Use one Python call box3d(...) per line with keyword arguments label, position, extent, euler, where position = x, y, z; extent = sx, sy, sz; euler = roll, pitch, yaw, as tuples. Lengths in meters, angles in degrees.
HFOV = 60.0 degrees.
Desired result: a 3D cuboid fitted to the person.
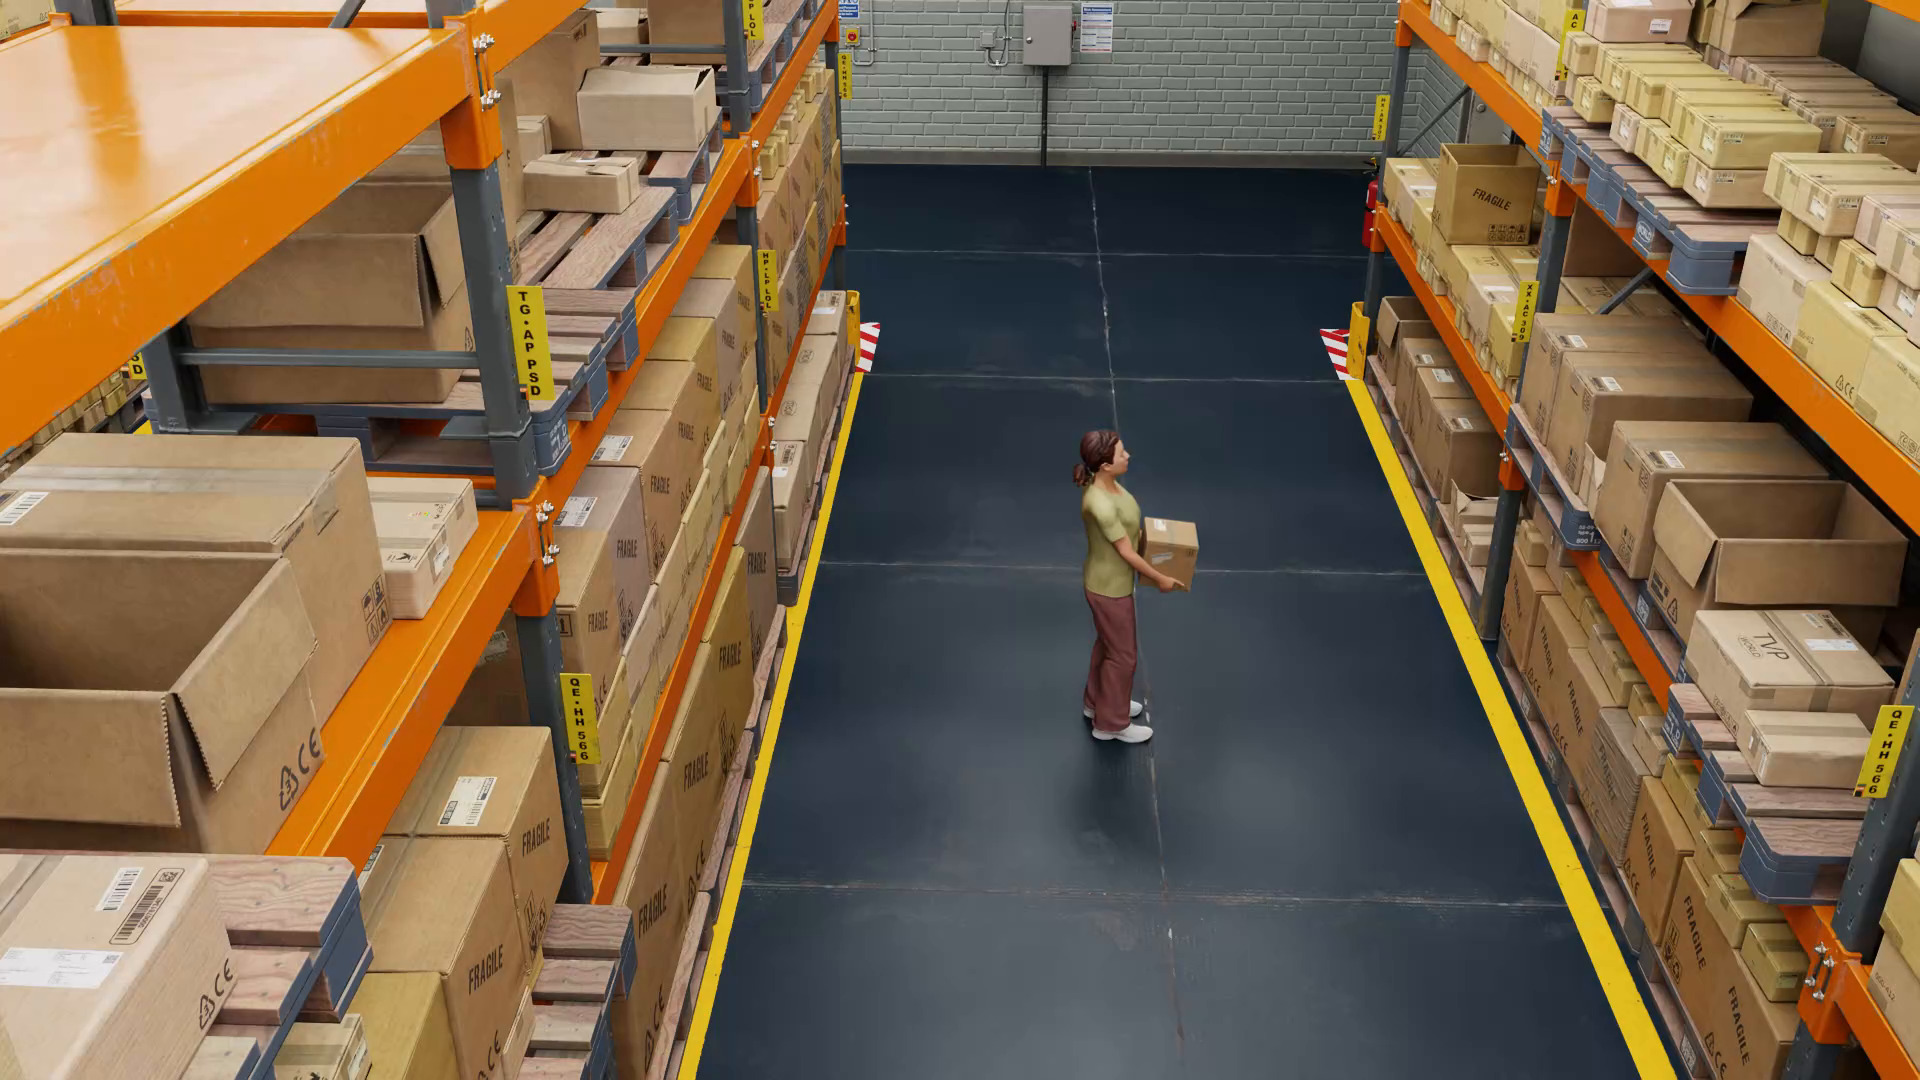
box3d(label="person", position=(0.809, 0.225, 8.214), extent=(0.561, 1.662, 0.426), euler=(1, 28, 3))
